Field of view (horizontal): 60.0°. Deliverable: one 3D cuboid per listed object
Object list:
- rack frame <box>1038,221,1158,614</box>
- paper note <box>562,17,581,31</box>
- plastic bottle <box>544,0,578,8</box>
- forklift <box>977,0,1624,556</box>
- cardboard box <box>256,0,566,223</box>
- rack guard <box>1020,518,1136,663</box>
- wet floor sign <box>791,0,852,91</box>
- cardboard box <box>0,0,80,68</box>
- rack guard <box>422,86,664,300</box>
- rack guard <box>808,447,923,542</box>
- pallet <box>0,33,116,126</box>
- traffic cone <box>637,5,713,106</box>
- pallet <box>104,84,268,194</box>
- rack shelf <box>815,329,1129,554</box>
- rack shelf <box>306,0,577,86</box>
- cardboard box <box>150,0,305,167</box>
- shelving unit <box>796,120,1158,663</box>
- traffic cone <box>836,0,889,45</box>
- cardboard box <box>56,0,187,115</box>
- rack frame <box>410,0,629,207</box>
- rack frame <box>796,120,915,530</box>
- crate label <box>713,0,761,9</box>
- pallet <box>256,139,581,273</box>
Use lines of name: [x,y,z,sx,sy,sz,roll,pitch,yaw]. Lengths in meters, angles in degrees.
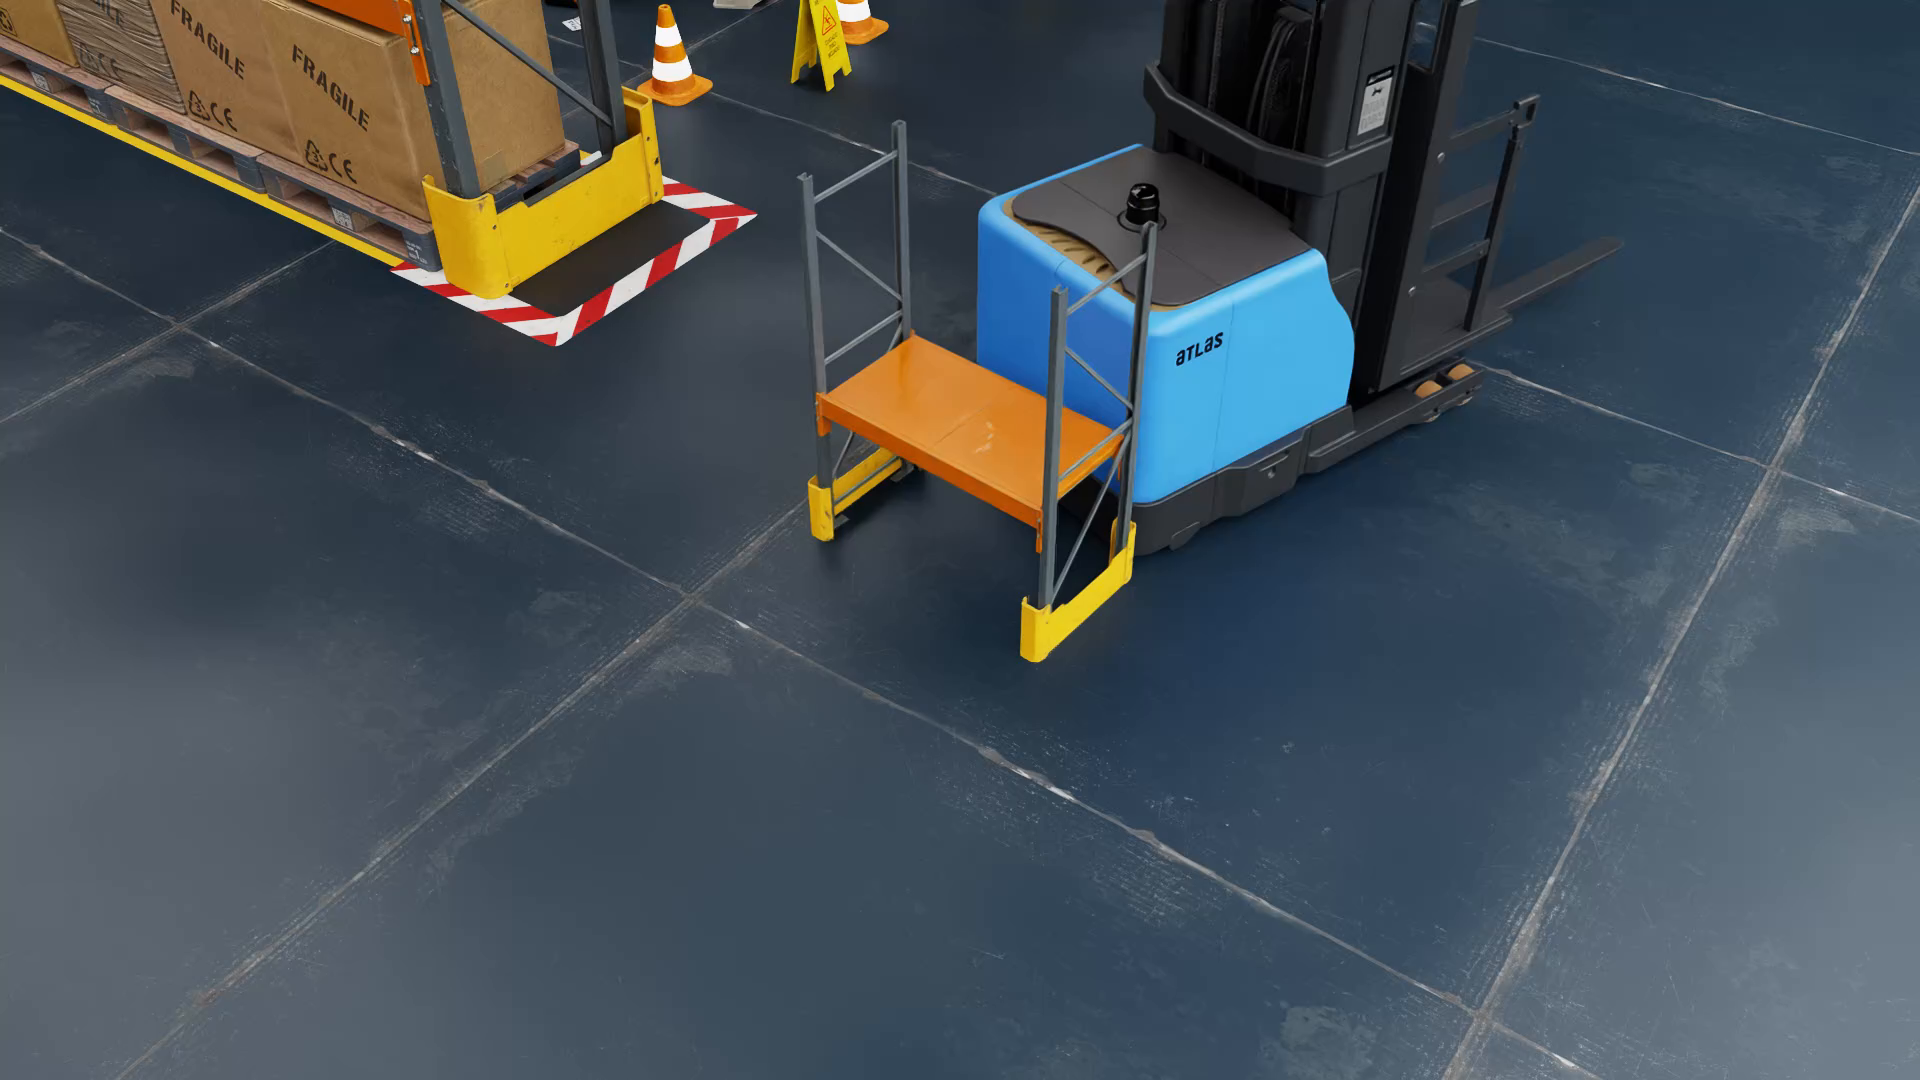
rack frame: [0.434,-0.285,5.444,0.032,1.500,0.500,29,49,28]
paper note: [-2.192,-2.977,9.555,0.144,0.017,0.142,-25,48,-25]
plastic bottle: [-2.350,-3.196,9.776,0.283,0.061,0.133,10,43,11]
forklift: [1.539,-1.832,6.099,3.031,2.935,1.130,-26,48,-26]
cardboard box: [-2.510,-2.161,7.694,0.875,0.875,0.875,25,48,26]
rack guard: [0.419,0.172,5.870,0.087,0.250,0.587,29,49,28]
wet floor sign: [-0.757,-2.765,8.856,0.232,0.644,0.267,17,45,18]
cardboard box: [-4.717,-3.190,8.844,0.875,0.875,0.875,26,48,26]
rack guard: [-1.897,-1.632,7.699,0.348,0.500,1.175,25,48,25]
rack guard: [-0.350,-0.250,6.342,0.087,0.250,0.587,29,49,28]
pallet: [-4.614,-2.731,9.144,1.213,0.211,1.003,25,48,25]
traffic cone: [-1.537,-2.606,8.815,0.334,0.463,0.336,25,48,25]
pallet: [-3.611,-2.264,8.622,1.213,0.211,1.003,25,48,25]
rack shelf: [0.042,-0.367,5.805,1.000,0.185,0.538,29,49,28]
rack shelf: [-3.555,-3.070,7.971,4.000,0.370,1.077,25,48,25]
cardboard box: [-3.232,-2.497,8.069,0.875,0.875,0.875,24,47,25]
shelving unit: [0.035,-0.505,5.689,1.083,1.500,0.587,29,49,28]
traffic cone: [-0.609,-3.092,9.359,0.334,0.463,0.336,25,48,25]
cardboard box: [-3.977,-2.847,8.460,0.875,0.875,0.875,25,48,26]
rack frame: [-1.917,-2.573,6.875,0.127,3.000,1.000,25,48,25]
rack frame: [-0.351,-0.716,5.926,0.032,1.500,0.500,29,49,28]
crate label: [-1.289,-3.238,9.766,0.298,0.136,0.250,3,42,4]
pallet: [-2.617,-1.797,8.100,1.213,0.211,1.003,25,48,25]
